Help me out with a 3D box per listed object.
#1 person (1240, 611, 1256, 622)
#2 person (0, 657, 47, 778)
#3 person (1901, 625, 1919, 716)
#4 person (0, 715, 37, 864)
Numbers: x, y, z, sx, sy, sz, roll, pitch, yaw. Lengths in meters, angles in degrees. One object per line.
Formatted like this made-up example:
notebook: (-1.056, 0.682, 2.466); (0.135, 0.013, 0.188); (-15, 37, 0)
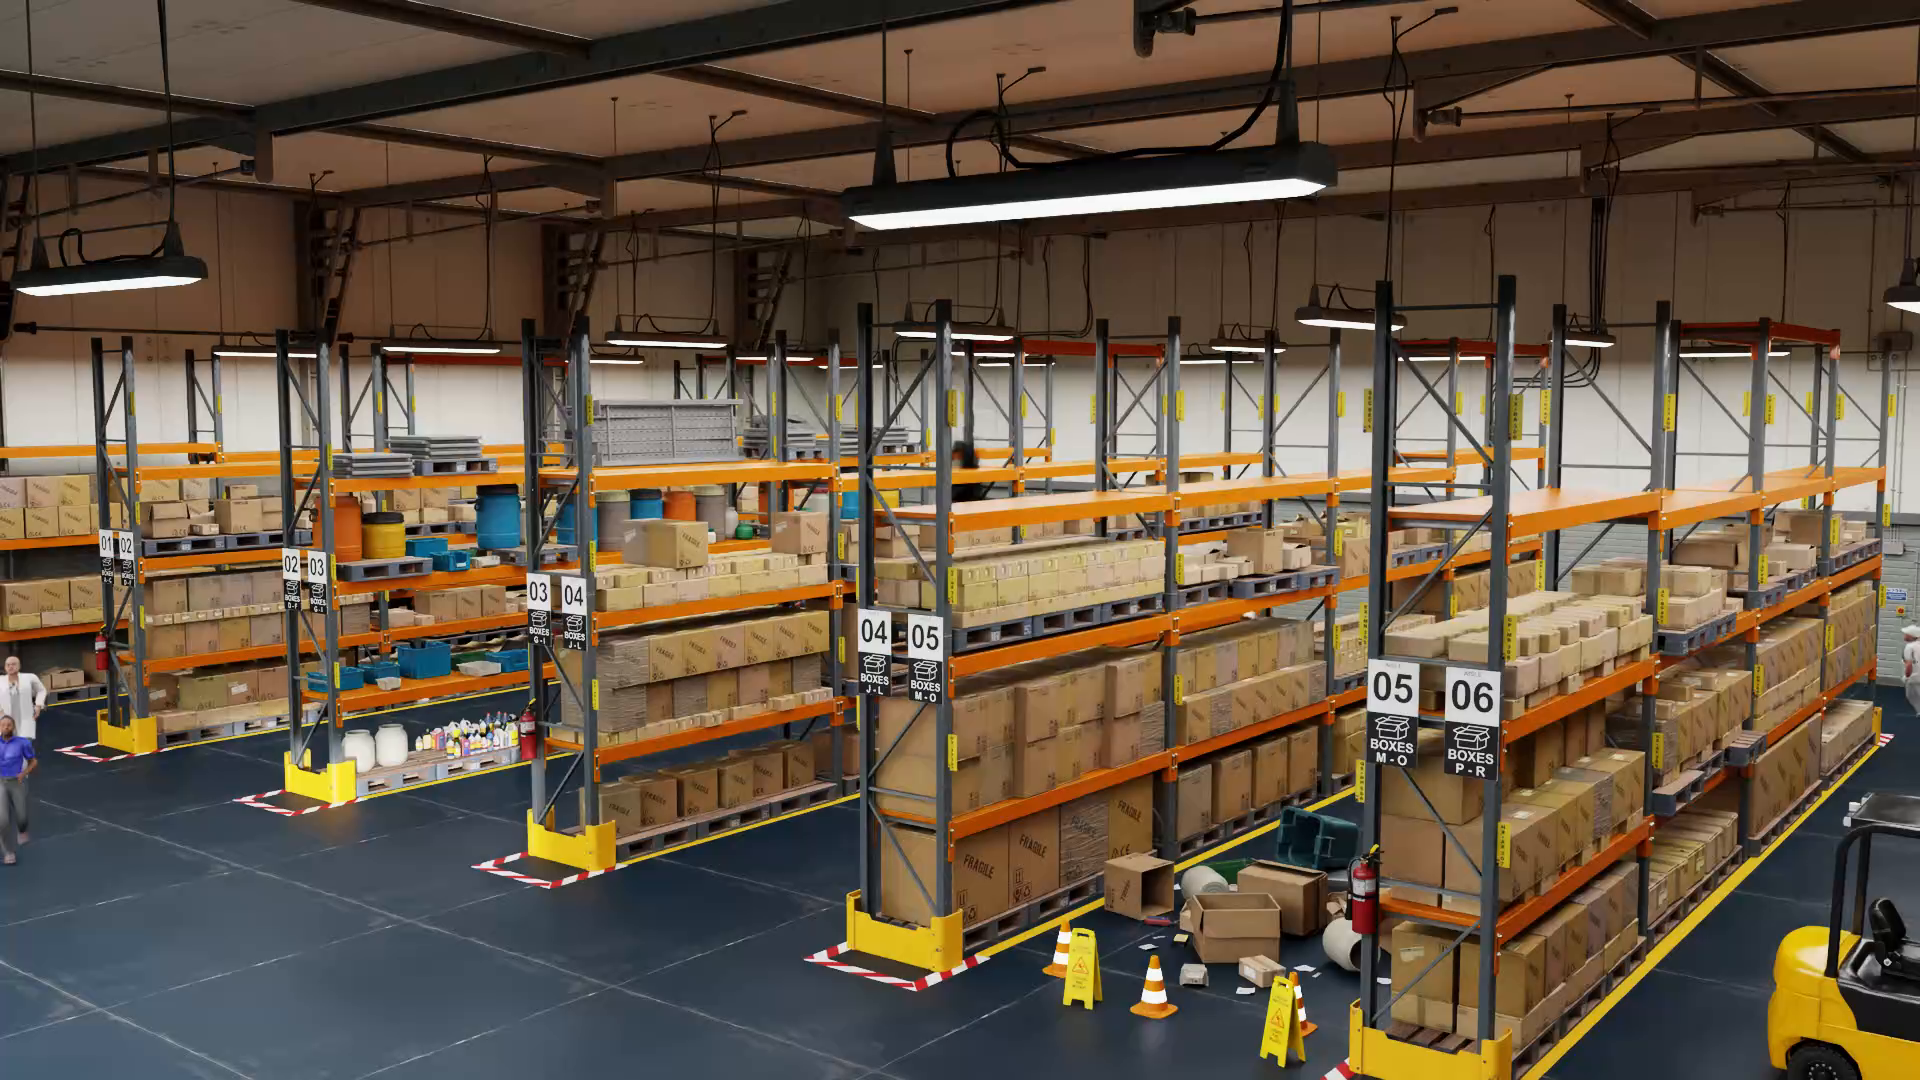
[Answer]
person: (4.121, 1.919, 24.091); (0.662, 1.823, 0.678); (3, 6, 34)
person: (-12.371, 2.402, 21.812); (0.719, 1.784, 0.933); (-3, 6, -28)
person: (14.686, 2.127, 25.441); (0.780, 1.677, 0.708); (-1, 5, -7)
person: (-10.599, 2.755, 18.521); (0.581, 1.597, 0.701); (-3, 6, -27)
